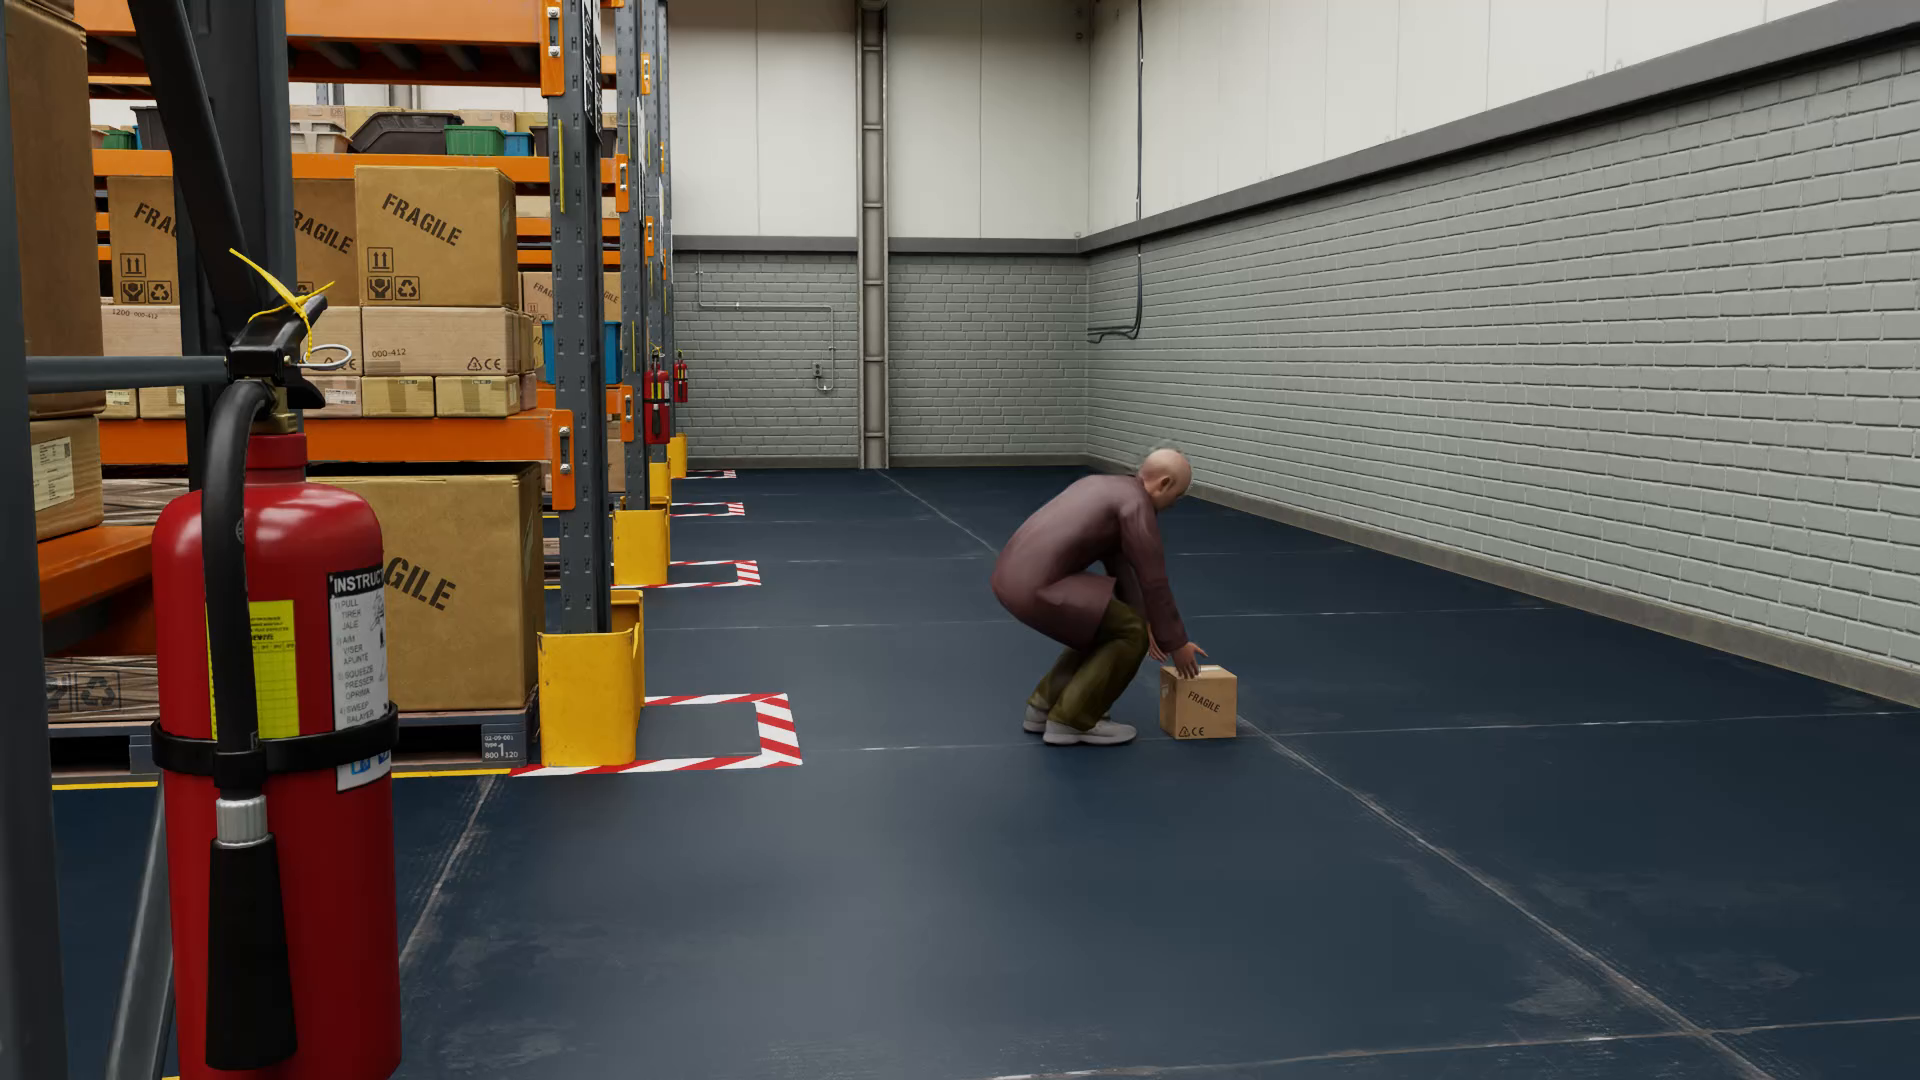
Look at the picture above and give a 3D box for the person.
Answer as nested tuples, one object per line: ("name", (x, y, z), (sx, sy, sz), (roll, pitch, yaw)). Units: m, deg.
("person", (0.533, 0.215, 6.672), (0.843, 1.153, 0.620), (-1, 6, -9))
